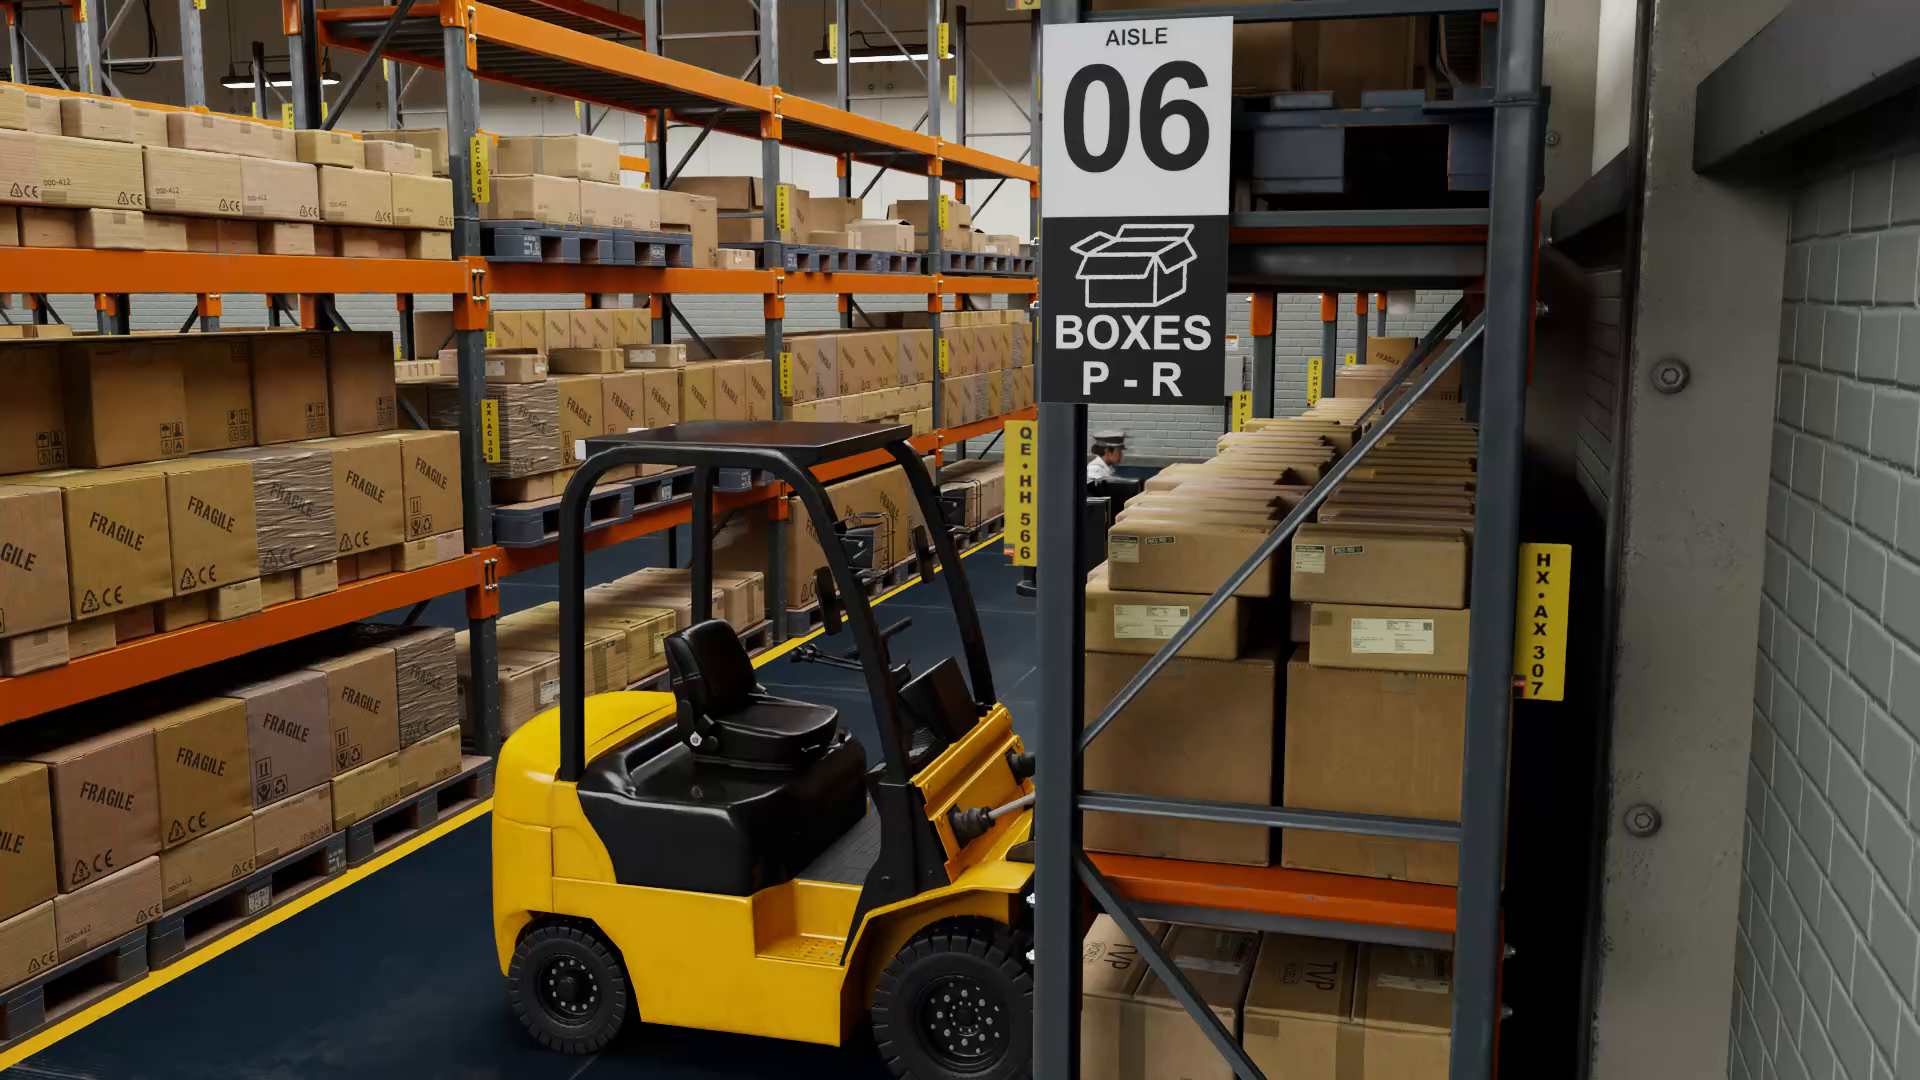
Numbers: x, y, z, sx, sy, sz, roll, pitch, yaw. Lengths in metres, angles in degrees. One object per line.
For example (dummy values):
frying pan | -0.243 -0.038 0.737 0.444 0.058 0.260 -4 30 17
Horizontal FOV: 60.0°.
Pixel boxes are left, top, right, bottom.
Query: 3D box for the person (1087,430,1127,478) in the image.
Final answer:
person | 1.043 -0.020 12.615 0.559 1.630 0.412 2 9 15
